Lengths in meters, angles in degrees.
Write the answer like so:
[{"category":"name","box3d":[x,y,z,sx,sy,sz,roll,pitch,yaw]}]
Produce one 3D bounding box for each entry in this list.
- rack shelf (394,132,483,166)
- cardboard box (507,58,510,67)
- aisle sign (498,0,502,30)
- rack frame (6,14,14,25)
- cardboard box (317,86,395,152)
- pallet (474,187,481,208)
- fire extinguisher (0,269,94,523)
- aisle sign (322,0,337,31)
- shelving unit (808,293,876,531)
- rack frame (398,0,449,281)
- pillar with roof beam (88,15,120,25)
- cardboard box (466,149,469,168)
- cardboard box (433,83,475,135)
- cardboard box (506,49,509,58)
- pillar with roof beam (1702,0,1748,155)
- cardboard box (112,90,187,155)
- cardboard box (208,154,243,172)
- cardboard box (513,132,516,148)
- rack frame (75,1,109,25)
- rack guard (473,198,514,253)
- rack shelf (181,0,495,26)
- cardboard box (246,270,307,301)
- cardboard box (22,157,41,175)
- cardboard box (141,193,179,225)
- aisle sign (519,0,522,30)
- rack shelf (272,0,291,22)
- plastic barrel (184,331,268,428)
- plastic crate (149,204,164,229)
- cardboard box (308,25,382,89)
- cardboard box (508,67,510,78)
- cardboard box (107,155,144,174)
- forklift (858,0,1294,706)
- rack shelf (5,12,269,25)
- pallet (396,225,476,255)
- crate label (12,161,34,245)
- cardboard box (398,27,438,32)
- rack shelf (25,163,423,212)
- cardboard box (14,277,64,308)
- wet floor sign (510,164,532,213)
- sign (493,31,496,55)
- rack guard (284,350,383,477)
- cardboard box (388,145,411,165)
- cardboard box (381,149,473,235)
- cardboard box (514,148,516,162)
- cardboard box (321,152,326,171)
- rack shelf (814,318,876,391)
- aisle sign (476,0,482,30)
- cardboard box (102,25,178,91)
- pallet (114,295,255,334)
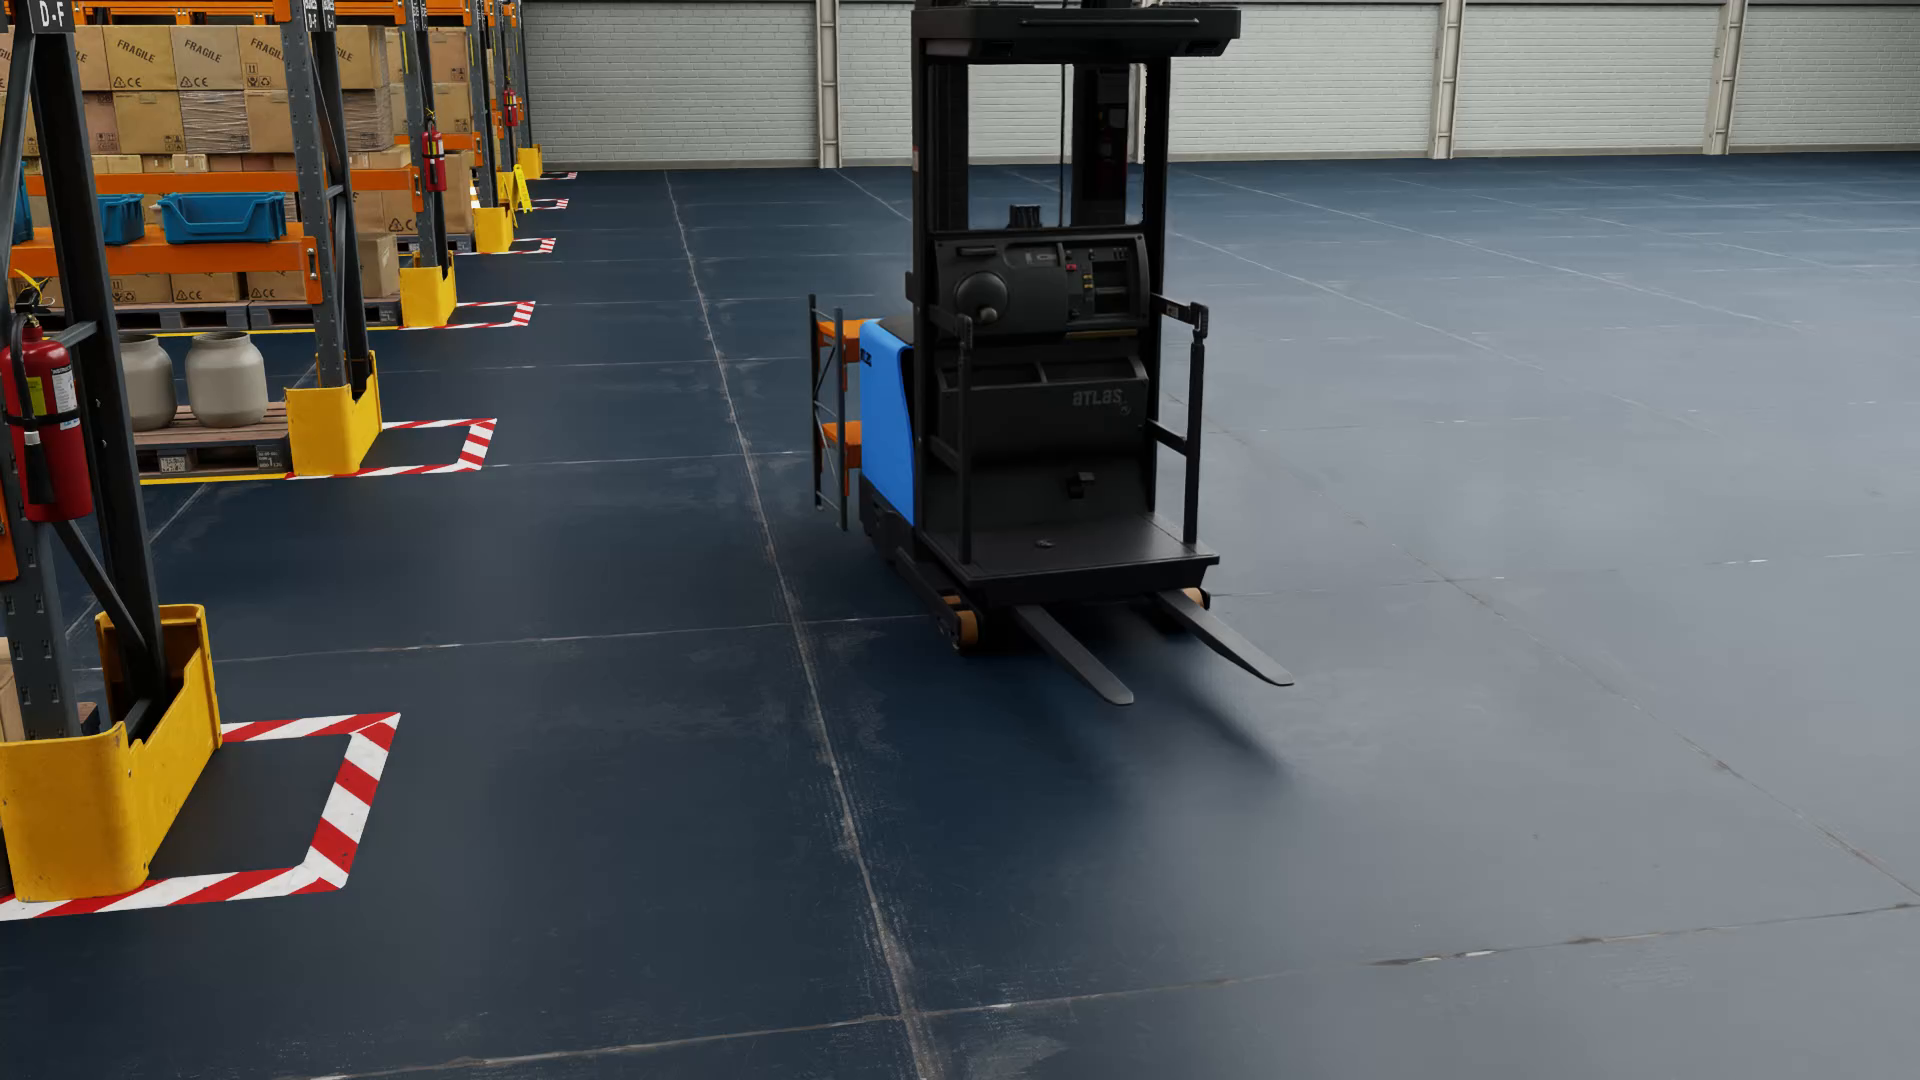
[{"category":"rack shelf","box3d":[-7.392,-4.393,18.650,4.000,0.370,1.077,-3,17,-10]},{"category":"cardboard box","box3d":[-7.794,-8.114,28.265,0.250,0.149,0.380,-4,17,-12]},{"category":"aisle sign","box3d":[-6.350,-7.432,22.892,0.004,0.787,0.394,-3,17,-10]},{"category":"rack frame","box3d":[-15.266,-7.254,26.742,0.127,3.000,1.000,-3,17,-10]},{"category":"cardboard box","box3d":[-5.132,-3.580,14.101,0.500,0.500,0.875,-3,17,-10]},{"category":"pallet","box3d":[-7.345,-4.897,23.816,1.213,0.211,1.003,-3,17,-10]},{"category":"fire extinguisher","box3d":[-2.507,-0.392,4.532,0.183,0.674,0.296,-3,17,-10]},{"category":"aisle sign","box3d":[-3.632,-3.316,9.491,0.004,0.787,0.394,-3,17,-10]},{"category":"shelving unit","box3d":[-0.201,-0.710,8.627,1.048,1.125,0.538,-7,18,-20]},{"category":"rack frame","box3d":[-4.586,-3.412,14.234,0.127,3.000,1.000,-3,17,-10]},{"category":"pillar with roof beam","box3d":[-13.341,-9.214,22.903,0.400,9.000,9.100,-3,17,-10]},{"category":"cardboard box","box3d":[-7.203,-5.394,23.377,0.500,0.500,0.500,-3,17,-10]},{"category":"cardboard box","box3d":[-5.784,-4.886,18.775,0.550,0.550,0.875,-3,17,-10]},{"category":"cardboard box","box3d":[-7.782,-8.243,28.179,0.250,0.149,0.380,-4,17,-12]},{"category":"pillar with roof beam","box3d":[16.115,-10.885,28.343,0.400,9.000,9.100,-3,17,-10]},{"category":"cardboard box","box3d":[-6.592,-3.477,13.768,0.500,0.500,0.875,-3,17,-10]},{"category":"cardboard box","box3d":[-6.051,-3.143,13.783,0.250,0.149,0.380,-3,17,-10]},{"category":"cardboard box","box3d":[-7.913,-6.859,28.571,0.500,0.250,0.500,-3,17,-9]},{"category":"rack frame","box3d":[-9.355,-4.625,18.182,0.127,3.000,1.000,-3,17,-10]},{"category":"rack guard","box3d":[-5.404,-3.654,19.279,0.348,0.500,1.175,-3,17,-10]},{"category":"rack shelf","box3d":[-8.430,-7.248,22.837,4.000,0.370,1.077,-3,17,-10]},{"category":"cardboard box","box3d":[-5.783,-2.345,14.301,0.500,0.500,0.500,1,17,4]},{"category":"cardboard box","box3d":[-7.514,-3.044,13.460,0.250,0.149,0.380,-3,17,-10]},{"category":"cardboard box","box3d":[-8.725,-3.825,18.481,0.875,0.875,0.875,-3,17,-10]},{"category":"aisle sign","box3d":[-7.291,-8.862,27.547,0.004,0.787,0.394,-3,17,-10]},{"category":"rack shelf","box3d":[-5.610,-2.963,8.887,4.000,0.370,1.077,-3,17,-10]},{"category":"plastic barrel","box3d":[-4.278,-0.937,9.697,0.421,0.512,0.421,0,17,0]},{"category":"plastic crate","box3d":[-4.586,-1.902,9.763,0.250,0.136,0.298,-3,17,-10]},{"category":"cardboard box","box3d":[-5.079,-3.979,13.697,0.500,0.500,0.500,-3,17,-10]},{"category":"cardboard box","box3d":[-7.951,-7.800,28.349,0.500,0.500,0.500,-3,17,-9]},{"category":"cardboard box","box3d":[-6.775,-3.082,13.586,0.250,0.149,0.380,-3,17,-10]},{"category":"forklift","box3d":[0.413,-1.081,6.760,1.130,2.935,3.031,-5,18,-16]},{"category":"rack shelf","box3d":[-13.303,-8.456,26.770,4.000,0.370,1.077,-3,17,-10]},{"category":"pallet","box3d":[-6.198,-3.448,19.098,1.213,0.211,1.003,-3,17,-10]},{"category":"crate label","box3d":[-5.403,-1.821,8.992,0.616,0.435,0.502,-3,17,-10]},{"category":"cardboard box","box3d":[-7.425,-6.820,22.947,0.500,0.500,0.700,-3,17,-10]},{"category":"rack shelf","box3d":[-6.550,-2.957,13.977,4.000,0.370,1.077,-3,17,-10]},{"category":"cardboard box","box3d":[-7.552,-2.240,13.960,0.500,0.500,0.500,2,17,7]},{"category":"wet floor sign","box3d":[-6.077,-4.846,22.911,0.232,0.644,0.267,3,17,9]},{"category":"sign","box3d":[-6.381,-6.813,22.794,0.005,0.325,0.100,-3,17,-10]},{"category":"rack guard","box3d":[-3.712,-0.772,9.894,0.348,0.500,1.175,-3,17,-10]},{"category":"cardboard box","box3d":[-4.911,-3.345,14.443,0.250,0.149,0.380,-3,17,-10]},{"category":"cardboard box","box3d":[-6.081,-3.976,18.973,0.875,0.875,0.875,-3,17,-10]},{"category":"cardboard box","box3d":[-7.931,-6.615,28.629,0.500,0.250,0.500,-3,17,-10]},{"category":"cardboard box","box3d":[-5.308,-3.175,13.887,0.250,0.149,0.380,-3,17,-10]},{"category":"rack shelf","box3d":[-0.201,-0.990,8.541,1.000,0.278,0.538,-7,18,-20]},{"category":"aisle sign","box3d":[-5.302,-6.008,18.257,0.004,0.787,0.394,-3,17,-10]},{"category":"cardboard box","box3d":[-6.553,-3.896,13.429,0.500,0.500,0.500,-3,17,-10]},{"category":"pallet","box3d":[-6.661,-1.973,14.297,1.213,0.211,1.003,-3,17,-10]}]
